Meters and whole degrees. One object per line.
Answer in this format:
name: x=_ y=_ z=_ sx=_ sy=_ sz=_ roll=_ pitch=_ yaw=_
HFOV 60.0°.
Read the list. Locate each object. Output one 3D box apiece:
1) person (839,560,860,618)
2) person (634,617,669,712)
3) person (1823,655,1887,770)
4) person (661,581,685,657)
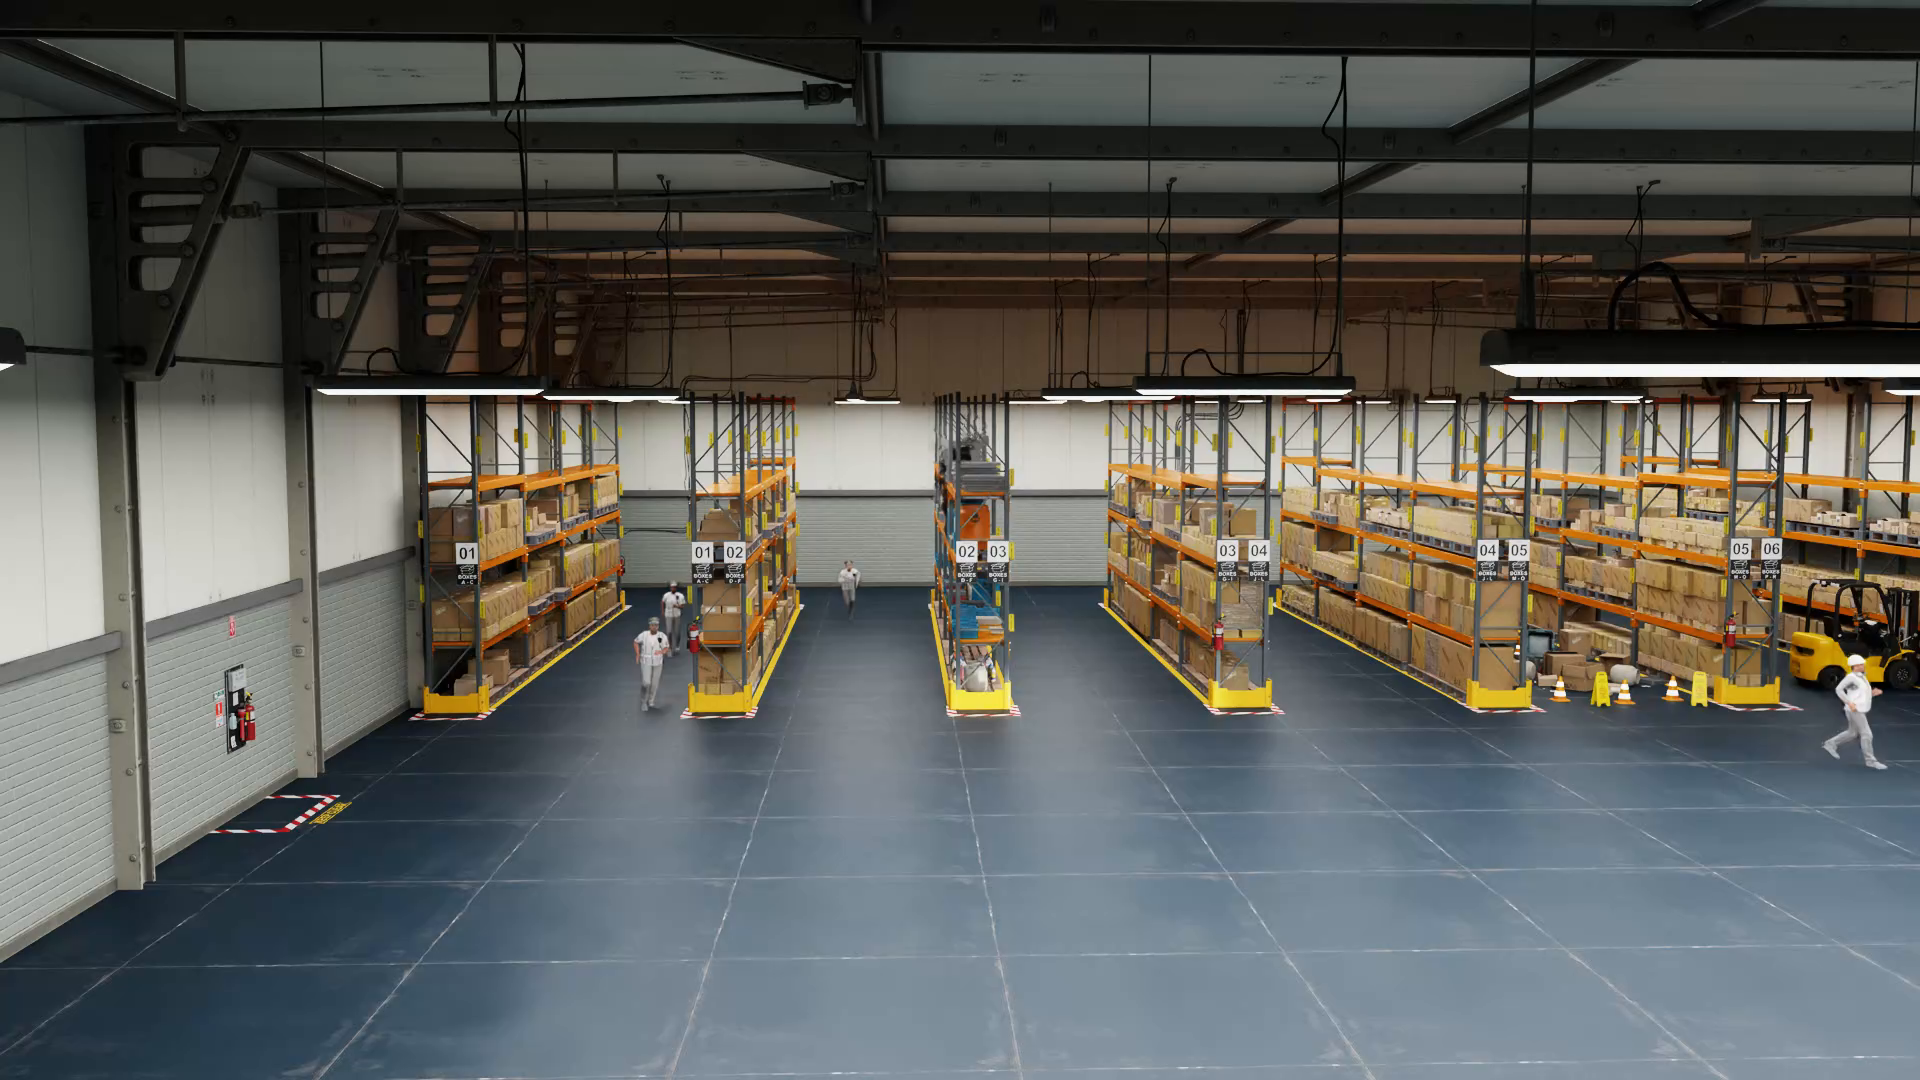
person: x=-2.956 y=1.328 z=44.524 sx=0.592 sy=1.608 sz=0.800 roll=0 pitch=5 yaw=-5
person: x=-5.815 y=2.355 z=31.415 sx=0.643 sy=1.819 sz=0.723 roll=-1 pitch=5 yaw=-17
person: x=14.231 y=2.701 z=26.392 sx=0.970 sy=1.758 sz=0.656 roll=4 pitch=6 yaw=42
person: x=-6.608 y=1.811 z=38.345 sx=0.549 sy=1.760 sz=0.767 roll=-1 pitch=5 yaw=-9
